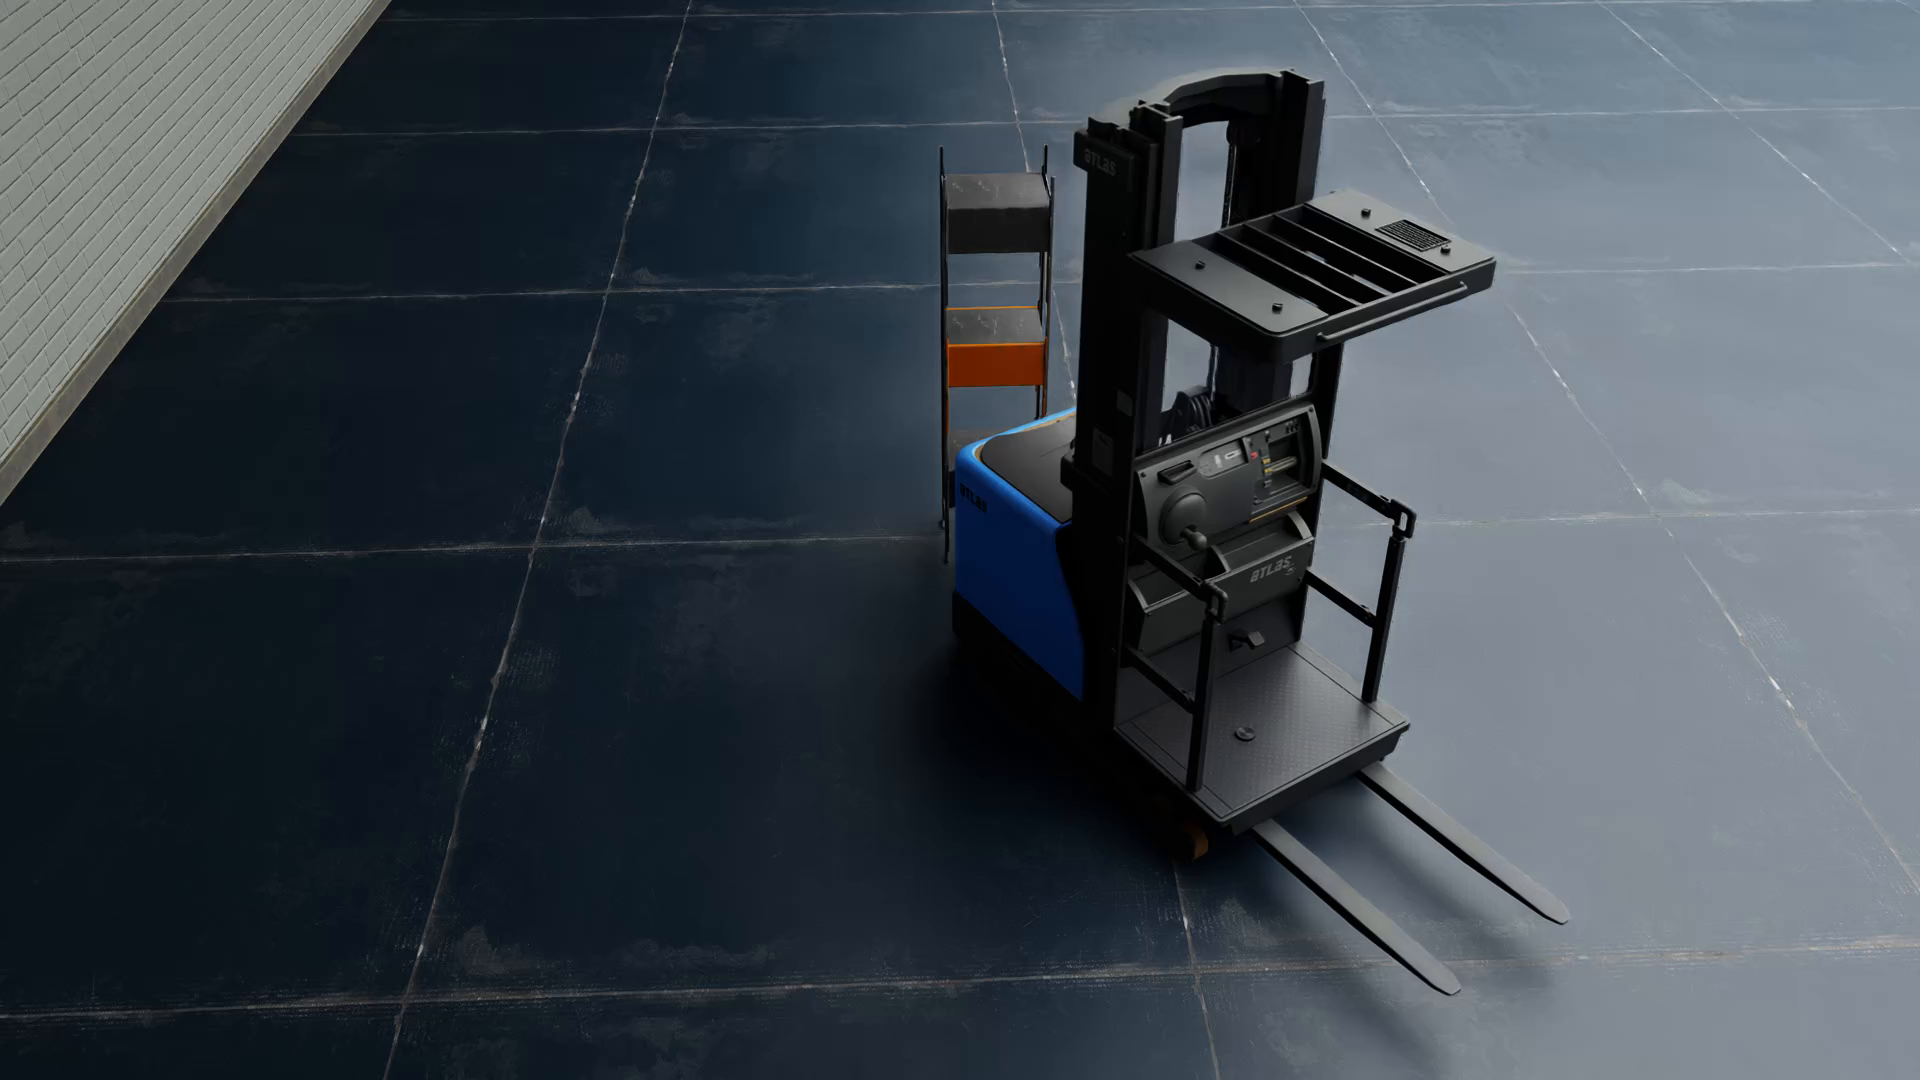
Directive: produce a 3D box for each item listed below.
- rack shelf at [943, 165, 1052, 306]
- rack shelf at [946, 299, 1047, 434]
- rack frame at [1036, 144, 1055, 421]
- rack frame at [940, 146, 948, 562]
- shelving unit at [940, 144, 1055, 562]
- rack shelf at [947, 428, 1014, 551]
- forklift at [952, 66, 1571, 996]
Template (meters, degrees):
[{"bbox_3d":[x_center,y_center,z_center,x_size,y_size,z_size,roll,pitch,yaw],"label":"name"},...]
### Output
[{"bbox_3d":[0.165,-1.432,7.805,0.480,0.518,0.431,-2,35,-2],"label":"rack shelf"},{"bbox_3d":[0.165,-0.857,8.203,0.480,0.518,0.431,-2,35,-2],"label":"rack shelf"},{"bbox_3d":[0.409,-0.874,8.205,0.015,2.100,0.400,-2,35,-2],"label":"rack frame"},{"bbox_3d":[-0.078,-0.861,8.186,0.015,2.100,0.400,-2,35,-2],"label":"rack frame"},{"bbox_3d":[0.165,-0.868,8.195,0.503,2.100,0.431,-2,35,-2],"label":"shelving unit"},{"bbox_3d":[0.165,-0.281,8.601,0.480,0.518,0.431,-2,35,-2],"label":"rack shelf"},{"bbox_3d":[1.203,-0.193,6.490,1.130,2.935,3.031,-21,40,-27],"label":"forklift"}]
